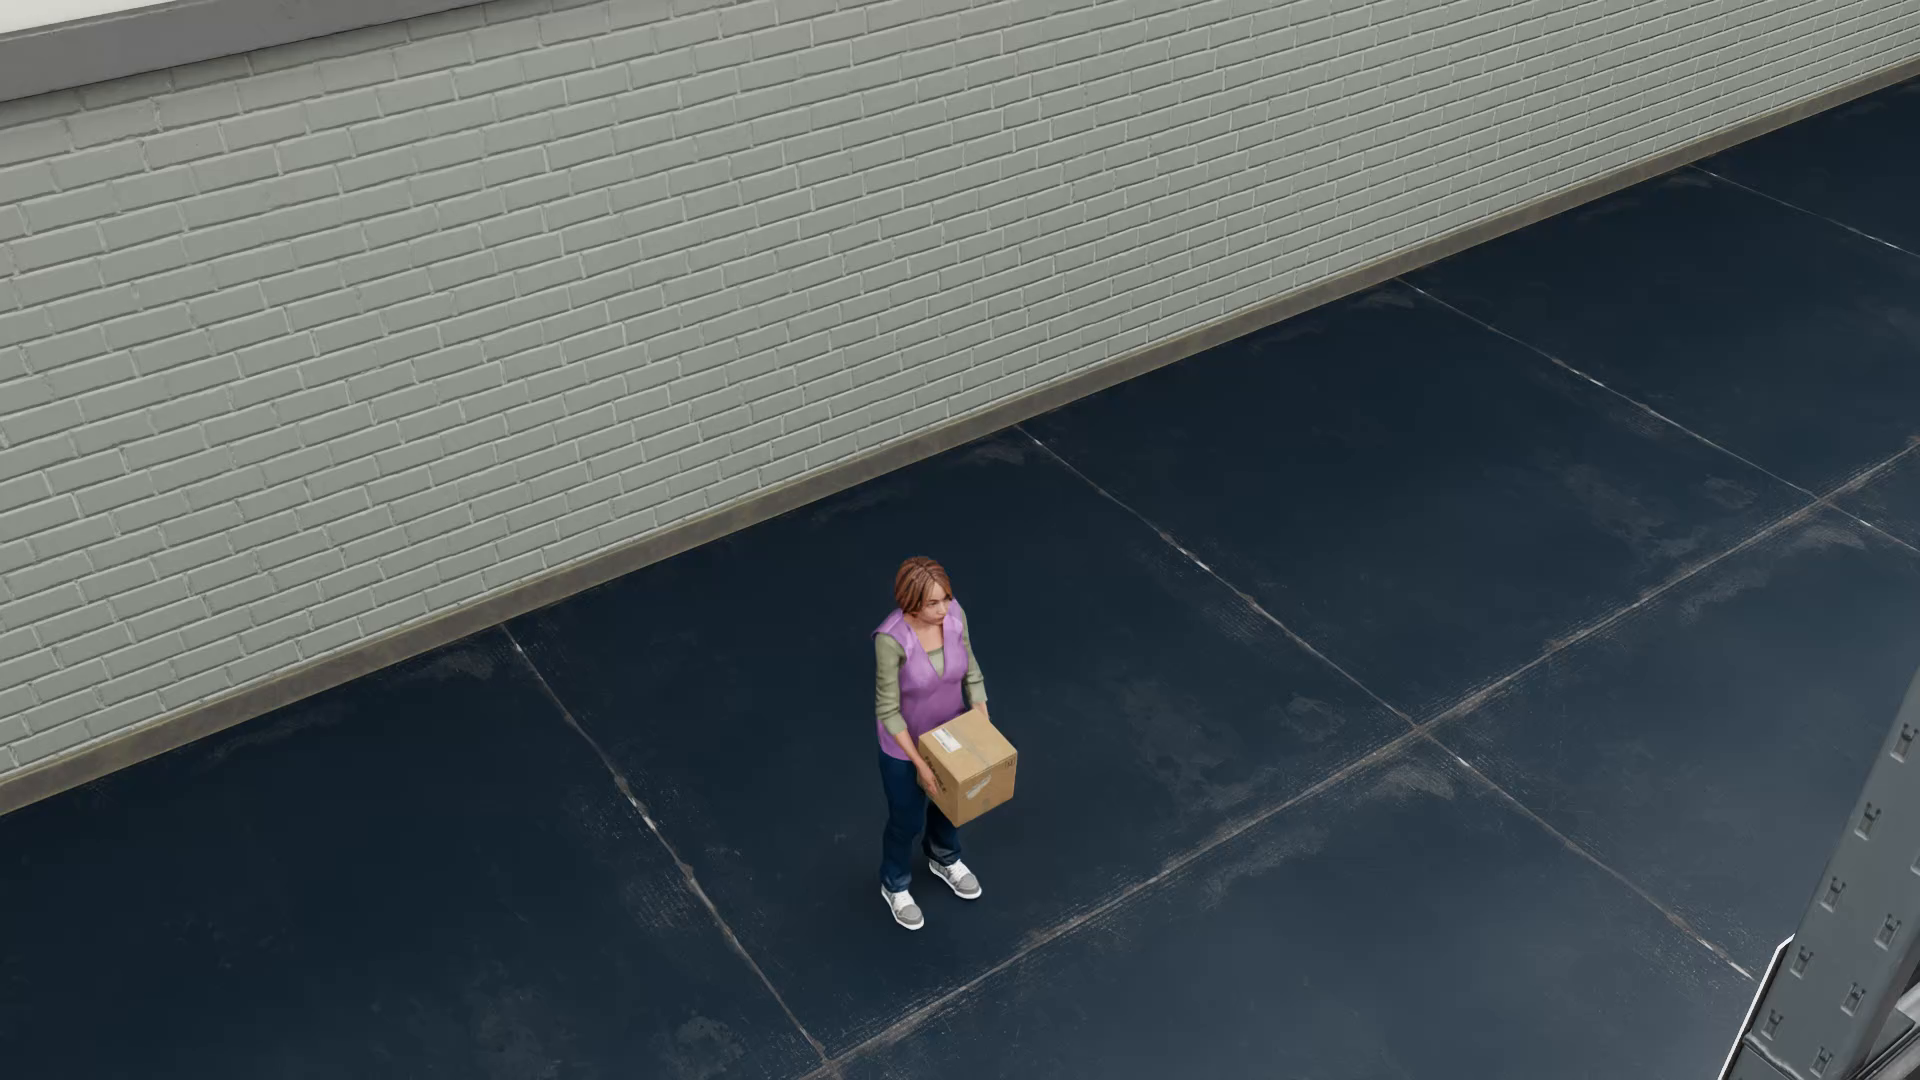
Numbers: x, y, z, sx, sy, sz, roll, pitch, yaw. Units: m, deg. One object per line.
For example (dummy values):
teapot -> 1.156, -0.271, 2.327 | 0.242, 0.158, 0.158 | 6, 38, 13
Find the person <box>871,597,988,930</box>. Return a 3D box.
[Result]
person -> -3.277, 2.478, 2.368 | 10.230, 3.194, 3.134 | -23, 43, -28
